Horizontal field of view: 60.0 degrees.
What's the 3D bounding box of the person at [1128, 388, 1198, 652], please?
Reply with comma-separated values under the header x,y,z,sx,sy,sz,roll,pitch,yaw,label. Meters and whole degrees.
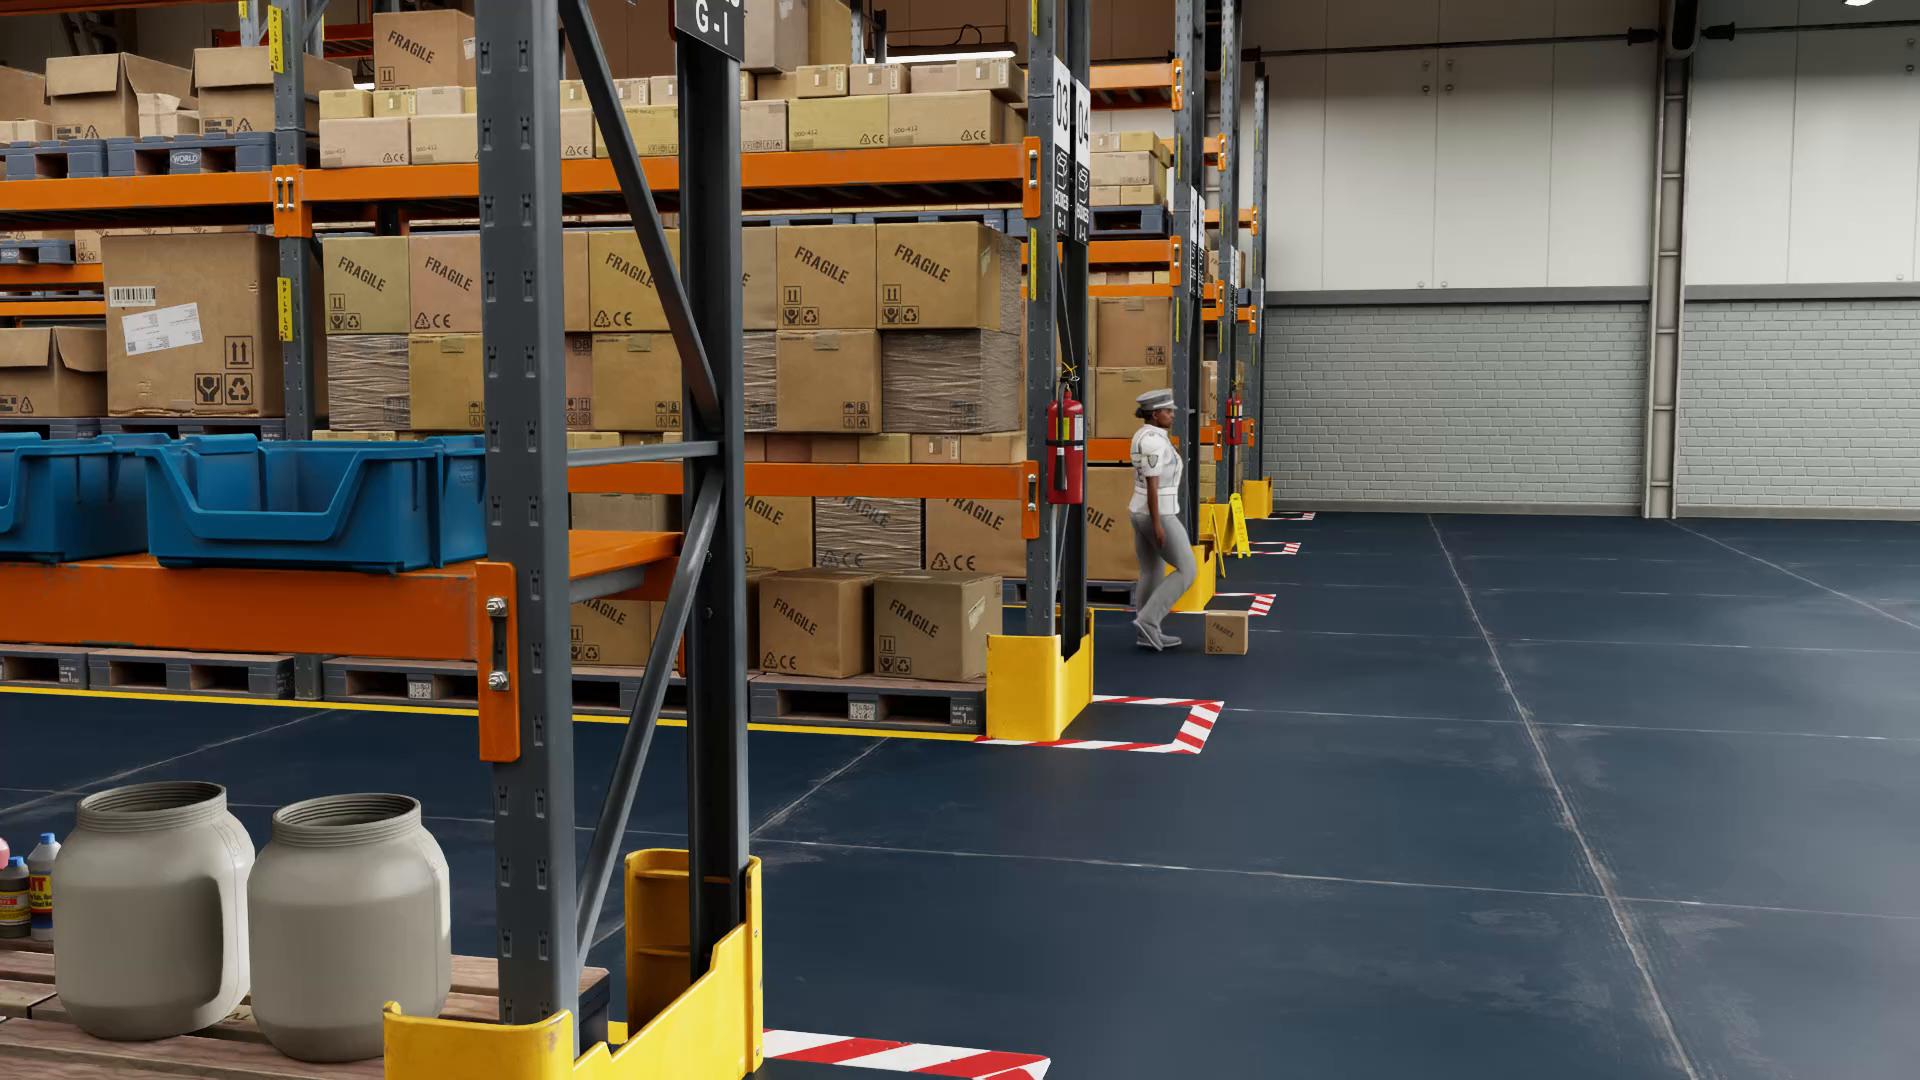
x,y,z,sx,sy,sz,roll,pitch,yaw,label
1.293,-0.131,10.670,0.421,1.683,0.465,0,5,-4,person
